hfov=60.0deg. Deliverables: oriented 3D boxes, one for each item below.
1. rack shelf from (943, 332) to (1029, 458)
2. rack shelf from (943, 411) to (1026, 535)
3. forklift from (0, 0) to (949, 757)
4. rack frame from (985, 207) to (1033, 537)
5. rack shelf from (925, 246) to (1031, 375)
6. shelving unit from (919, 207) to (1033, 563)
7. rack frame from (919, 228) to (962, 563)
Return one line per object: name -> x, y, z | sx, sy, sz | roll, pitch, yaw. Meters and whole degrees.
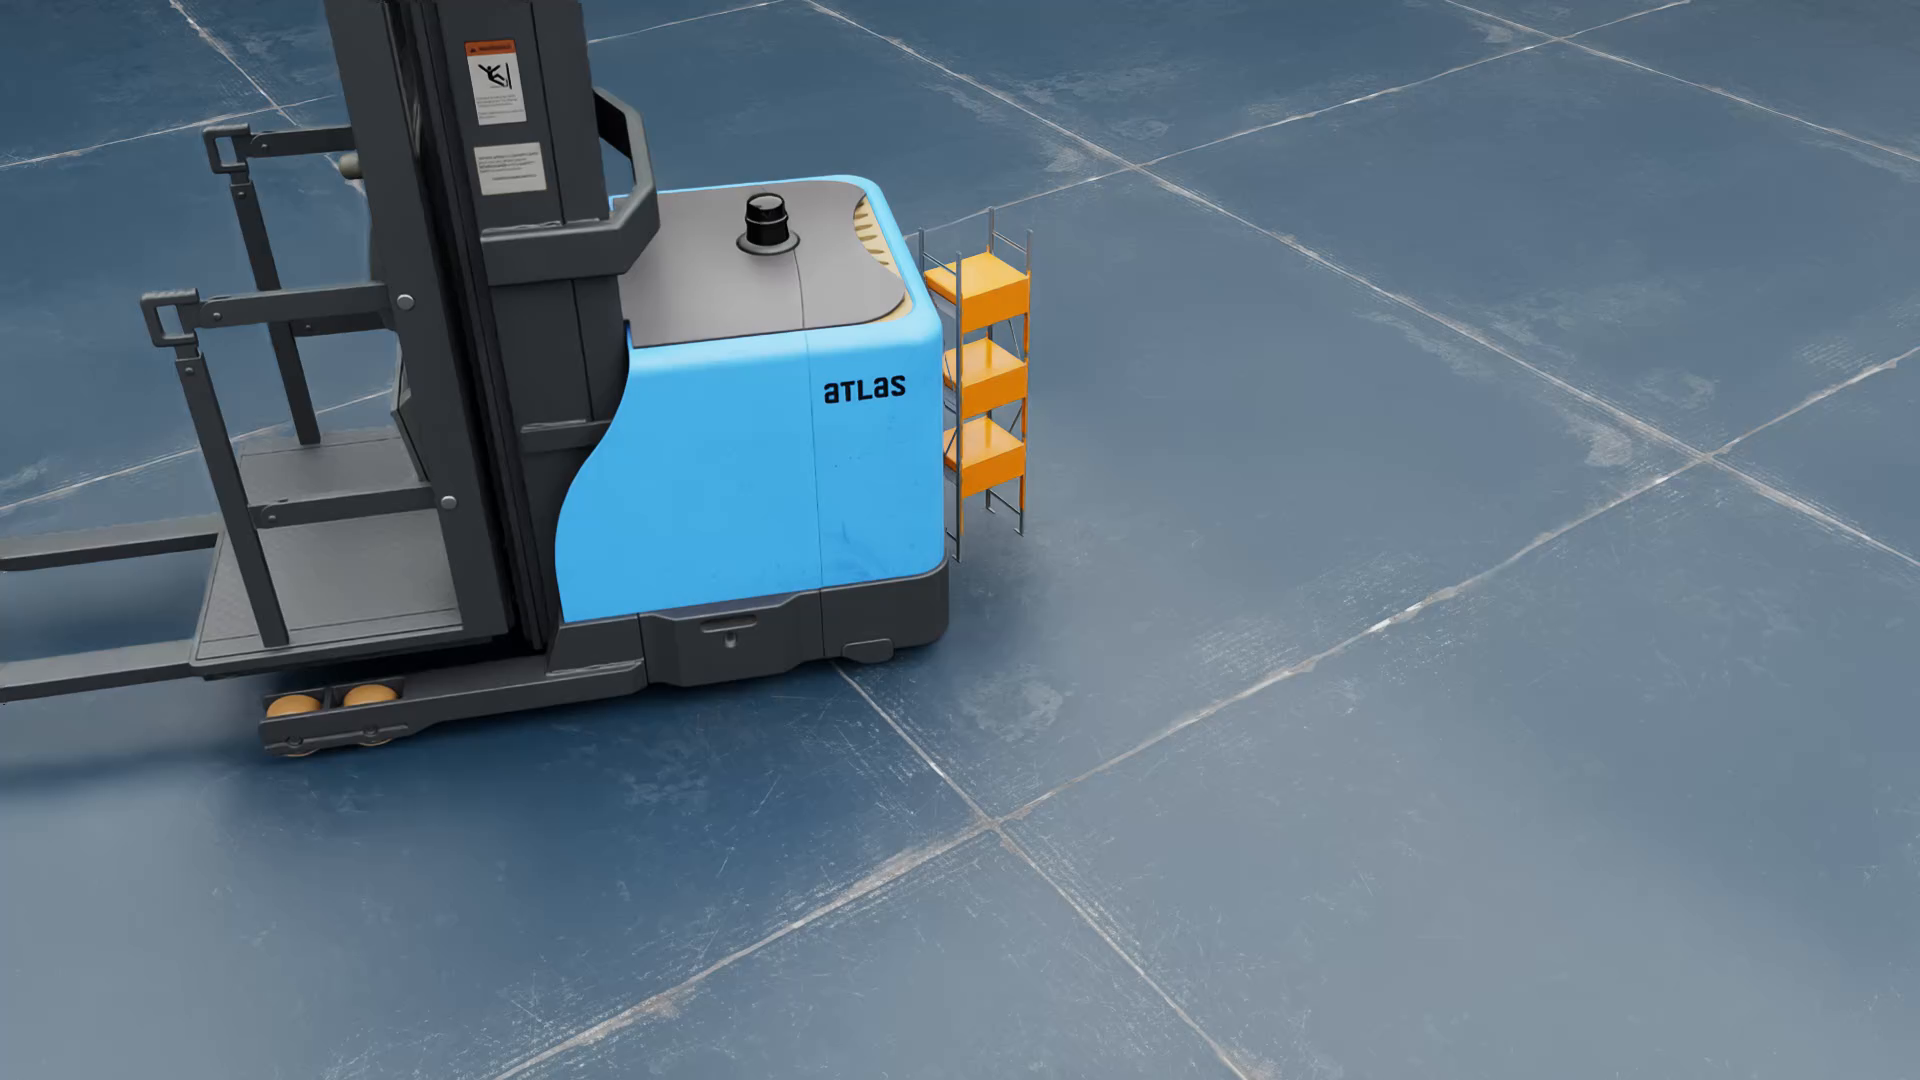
rack shelf -> 0.044, -0.436, 4.975 | 0.240, 0.259, 0.215 | -22, 41, -28
rack shelf -> 0.044, -0.210, 5.137 | 0.240, 0.259, 0.215 | -22, 41, -28
forklift -> -1.604, -0.950, 4.061 | 3.031, 2.935, 1.130 | -8, 36, -10
rack frame -> 0.143, -0.485, 5.026 | 0.008, 1.050, 0.200 | -22, 41, -28
rack shelf -> 0.044, -0.666, 4.809 | 0.240, 0.259, 0.215 | -22, 41, -28
shelving unit -> 0.044, -0.444, 4.968 | 0.252, 1.050, 0.215 | -22, 41, -28
rack frame -> -0.056, -0.403, 4.911 | 0.008, 1.050, 0.200 | -22, 41, -28
